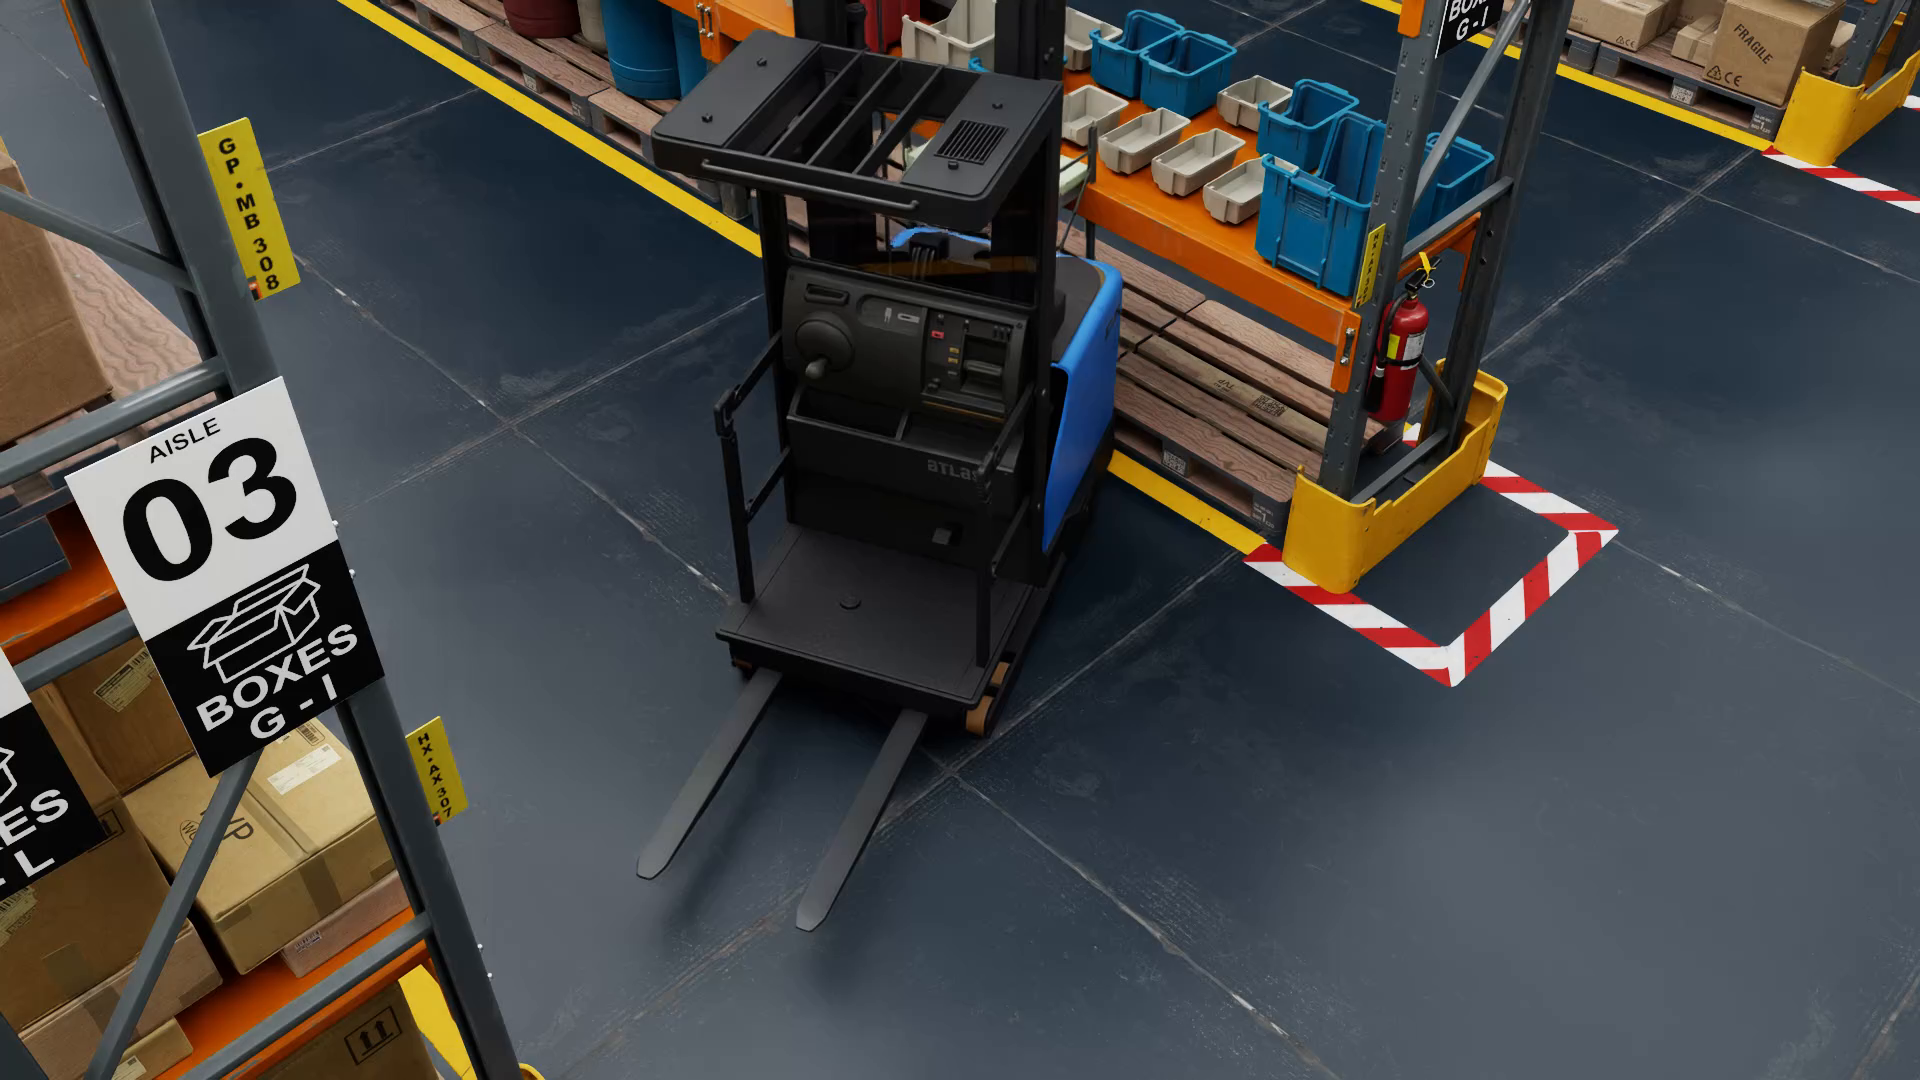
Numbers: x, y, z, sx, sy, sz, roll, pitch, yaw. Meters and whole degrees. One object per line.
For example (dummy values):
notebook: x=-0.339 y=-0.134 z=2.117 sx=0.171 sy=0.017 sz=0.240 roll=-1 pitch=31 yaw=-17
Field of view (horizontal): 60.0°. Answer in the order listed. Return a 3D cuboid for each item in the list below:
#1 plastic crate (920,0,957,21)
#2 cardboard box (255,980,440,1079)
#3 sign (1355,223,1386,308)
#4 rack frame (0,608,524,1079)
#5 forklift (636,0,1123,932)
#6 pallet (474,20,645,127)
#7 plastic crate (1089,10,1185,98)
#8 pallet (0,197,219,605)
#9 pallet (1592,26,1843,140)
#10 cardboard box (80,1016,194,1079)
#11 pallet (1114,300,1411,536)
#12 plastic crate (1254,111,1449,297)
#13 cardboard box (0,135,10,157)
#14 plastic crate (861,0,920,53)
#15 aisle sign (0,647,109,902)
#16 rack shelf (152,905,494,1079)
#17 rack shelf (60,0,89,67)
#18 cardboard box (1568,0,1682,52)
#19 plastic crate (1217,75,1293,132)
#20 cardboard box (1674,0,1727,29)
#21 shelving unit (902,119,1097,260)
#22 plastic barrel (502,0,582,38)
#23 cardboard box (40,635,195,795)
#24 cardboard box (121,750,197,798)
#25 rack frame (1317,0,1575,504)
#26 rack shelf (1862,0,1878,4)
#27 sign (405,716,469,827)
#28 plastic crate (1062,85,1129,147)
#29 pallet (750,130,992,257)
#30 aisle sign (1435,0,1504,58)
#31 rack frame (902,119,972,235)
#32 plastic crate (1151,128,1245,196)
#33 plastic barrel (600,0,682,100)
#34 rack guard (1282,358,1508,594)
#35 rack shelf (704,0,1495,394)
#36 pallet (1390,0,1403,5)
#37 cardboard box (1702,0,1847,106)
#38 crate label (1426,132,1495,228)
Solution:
plastic crate: x=0.045 y=-2.653 z=8.187 sx=0.437 sy=0.125 sz=0.590 roll=-34 pitch=53 yaw=-31
cardboard box: x=-2.126 y=1.512 z=4.777 sx=0.875 sy=0.875 sz=0.875 roll=-34 pitch=53 yaw=-31
sign: x=1.511 y=-1.007 z=6.127 sx=0.100 sy=0.325 sz=0.005 roll=-34 pitch=53 yaw=-31
rack frame: x=-1.617 y=1.155 z=3.907 sx=1.000 sy=3.000 sz=0.127 roll=-34 pitch=53 yaw=-31
forklift: x=-0.284 y=-0.631 z=5.891 sx=1.130 sy=2.935 sz=3.031 roll=14 pitch=45 yaw=15
pallet: x=-2.317 y=-3.094 z=10.560 sx=1.003 sy=0.211 sz=1.213 roll=-34 pitch=53 yaw=-31
plastic crate: x=0.806 y=-2.233 z=7.653 sx=0.416 sy=0.233 sz=0.300 roll=-34 pitch=53 yaw=-31
pallet: x=-2.149 y=-0.266 z=3.300 sx=1.003 sy=0.211 sz=1.213 roll=-34 pitch=53 yaw=-31
pallet: x=4.782 y=-2.986 z=10.444 sx=1.003 sy=0.211 sz=1.213 roll=-34 pitch=53 yaw=-31
cardboard box: x=-2.102 y=1.234 z=4.007 sx=0.380 sy=0.149 sz=0.250 roll=-33 pitch=52 yaw=-31
pallet: x=1.334 y=-0.610 z=7.872 sx=1.003 sy=0.211 sz=1.213 roll=-34 pitch=53 yaw=-31
plastic crate: x=1.521 y=-1.325 z=6.521 sx=0.616 sy=0.435 sz=0.499 roll=-34 pitch=53 yaw=-31
cardboard box: x=-2.335 y=-0.727 z=3.277 sx=0.500 sy=0.500 sz=0.700 roll=32 pitch=52 yaw=30
plastic crate: x=-0.482 y=-2.637 z=7.920 sx=0.402 sy=0.464 sz=0.583 roll=-34 pitch=53 yaw=-31
aisle sign: x=-1.779 y=0.378 z=2.832 sx=0.394 sy=0.787 sz=0.004 roll=-34 pitch=53 yaw=-31
rack shelf: x=-3.030 y=0.458 z=5.192 sx=1.077 sy=0.370 sz=4.000 roll=-34 pitch=53 yaw=-31
rack shelf: x=-3.030 y=-1.598 z=3.291 sx=1.077 sy=0.370 sz=4.000 roll=-34 pitch=53 yaw=-31
cardboard box: x=4.191 y=-3.357 z=10.492 sx=0.500 sy=0.250 sz=0.500 roll=-34 pitch=53 yaw=-31
plastic crate: x=1.301 y=-1.940 z=7.407 sx=0.250 sy=0.136 sz=0.298 roll=-34 pitch=53 yaw=-31
cardboard box: x=4.863 y=-3.380 z=10.517 sx=0.500 sy=0.250 sz=0.500 roll=-34 pitch=53 yaw=-31
shelving unit: x=0.187 y=-1.237 z=7.531 sx=0.755 sy=1.500 sz=0.431 roll=30 pitch=53 yaw=30
plastic barrel: x=-2.605 y=-3.562 z=10.479 sx=0.600 sy=0.588 sz=0.708 roll=-34 pitch=53 yaw=-31
cardboard box: x=-2.118 y=0.225 z=4.252 sx=0.500 sy=0.500 sz=0.500 roll=33 pitch=52 yaw=30
cardboard box: x=-2.137 y=0.494 z=4.514 sx=0.500 sy=0.250 sz=0.500 roll=34 pitch=52 yaw=31
rack frame: x=1.889 y=-1.219 z=6.476 sx=1.000 sy=3.000 sz=0.127 roll=-34 pitch=53 yaw=-31
rack shelf: x=3.987 y=-4.288 z=10.328 sx=1.077 sy=0.370 sz=4.000 roll=-34 pitch=53 yaw=-31
sign: x=-1.220 y=0.545 z=3.871 sx=0.100 sy=0.325 sz=0.005 roll=-34 pitch=53 yaw=-31
plastic crate: x=0.555 y=-1.851 z=7.310 sx=0.298 sy=0.136 sz=0.250 roll=-34 pitch=53 yaw=-31
pallet: x=-0.389 y=-1.782 z=9.140 sx=1.003 sy=0.211 sz=1.213 roll=-34 pitch=53 yaw=-31
aisle sign: x=1.733 y=-1.999 z=5.405 sx=0.394 sy=0.787 sz=0.004 roll=-34 pitch=53 yaw=-31
rack frame: x=-0.087 y=-1.395 z=7.714 sx=0.023 sy=1.500 sz=0.400 roll=30 pitch=53 yaw=30
plastic crate: x=0.991 y=-1.595 z=7.034 sx=0.396 sy=0.136 sz=0.243 roll=-34 pitch=53 yaw=-31
plastic barrel: x=-1.808 y=-3.134 z=9.786 sx=0.600 sy=0.901 sz=0.708 roll=-34 pitch=53 yaw=-31
rack guard: x=1.916 y=-0.296 z=7.319 sx=1.175 sy=0.500 sz=0.348 roll=-34 pitch=53 yaw=-31
rack shelf: x=0.477 y=-1.916 z=7.760 sx=1.077 sy=0.370 sz=4.000 roll=-34 pitch=53 yaw=-31
pallet: x=3.059 y=-4.158 z=11.712 sx=1.003 sy=0.211 sz=1.213 roll=-34 pitch=53 yaw=-31
cardboard box: x=4.841 y=-2.978 z=9.897 sx=0.500 sy=0.500 sz=0.500 roll=-34 pitch=53 yaw=-31
crate label: x=1.948 y=-1.456 z=6.812 sx=0.416 sy=0.233 sz=0.303 roll=-34 pitch=53 yaw=-31
